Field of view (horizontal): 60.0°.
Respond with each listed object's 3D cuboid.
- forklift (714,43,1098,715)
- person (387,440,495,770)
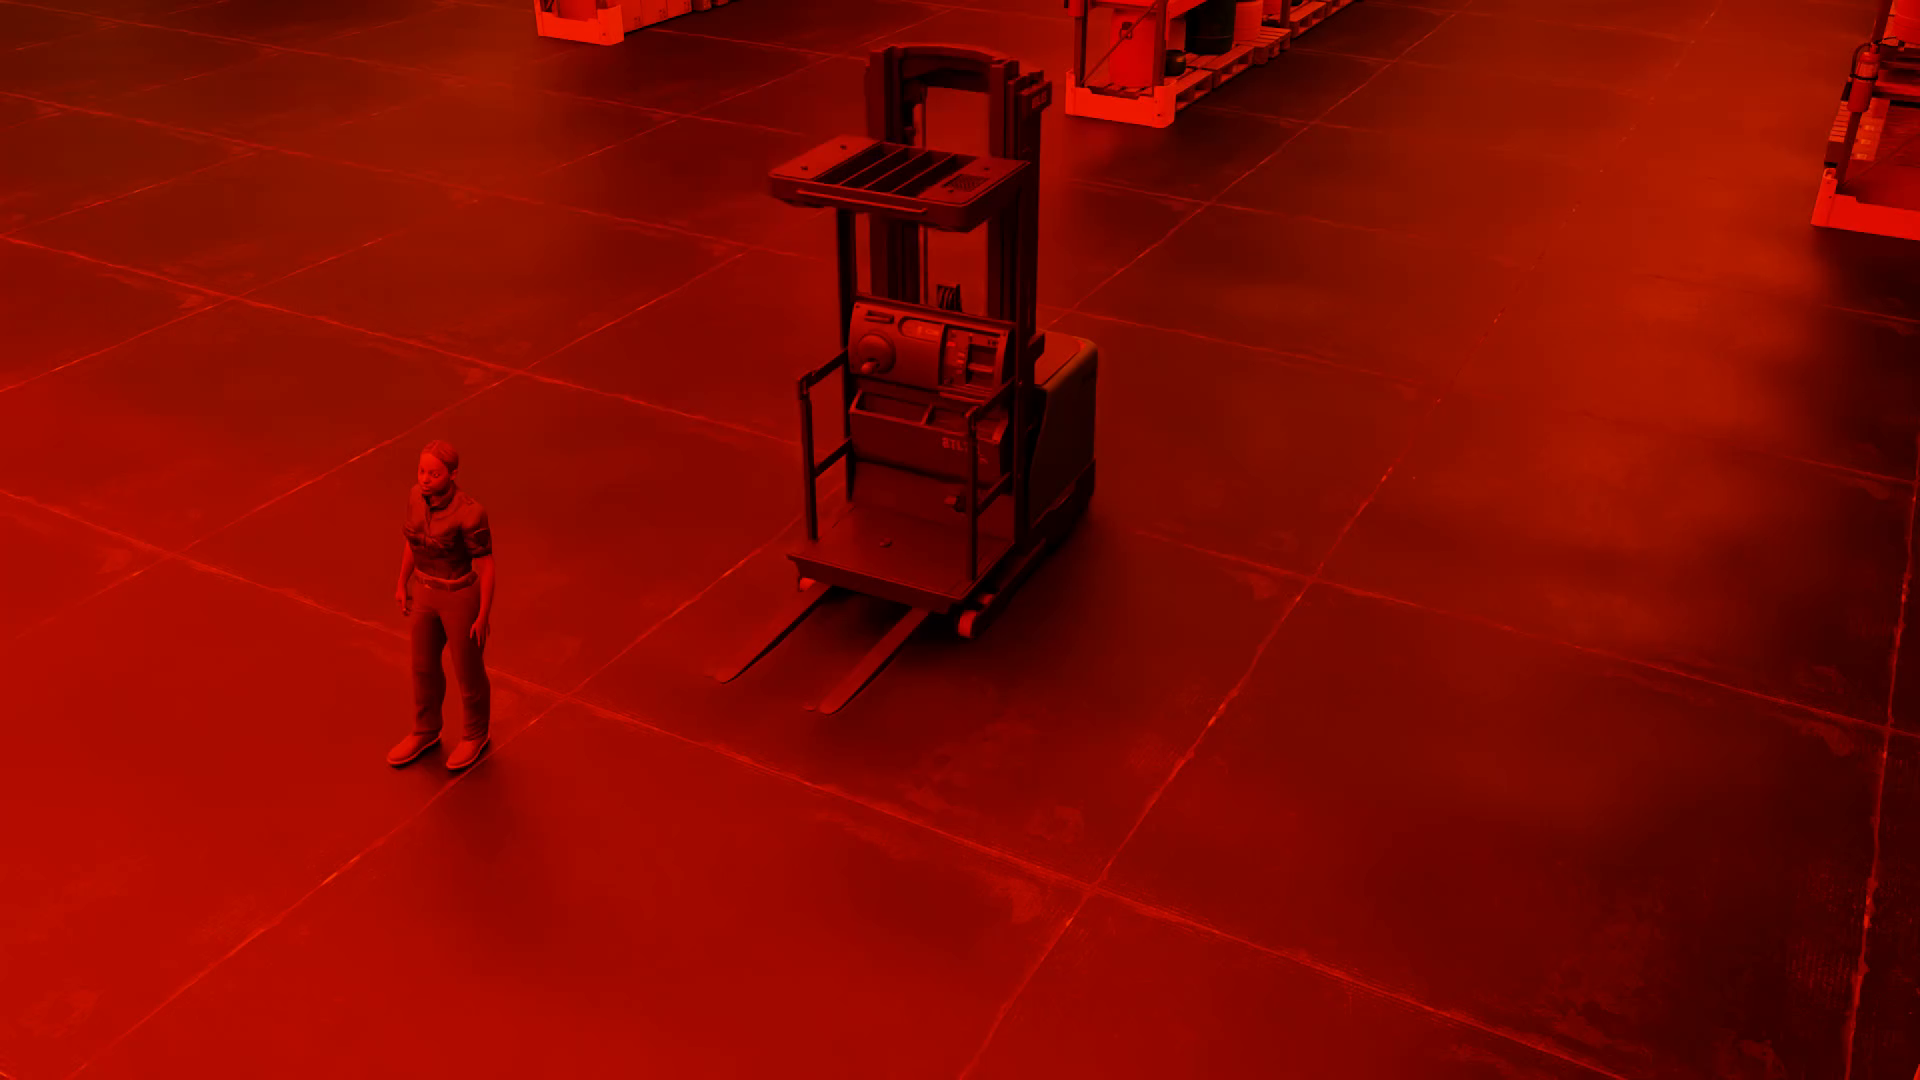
[{"bbox_3d":[-0.266,-0.979,8.766,1.130,2.935,3.031,14,33,22],"label":"forklift"},{"bbox_3d":[-2.450,0.327,7.769,0.567,1.655,0.503,15,33,24],"label":"person"}]
